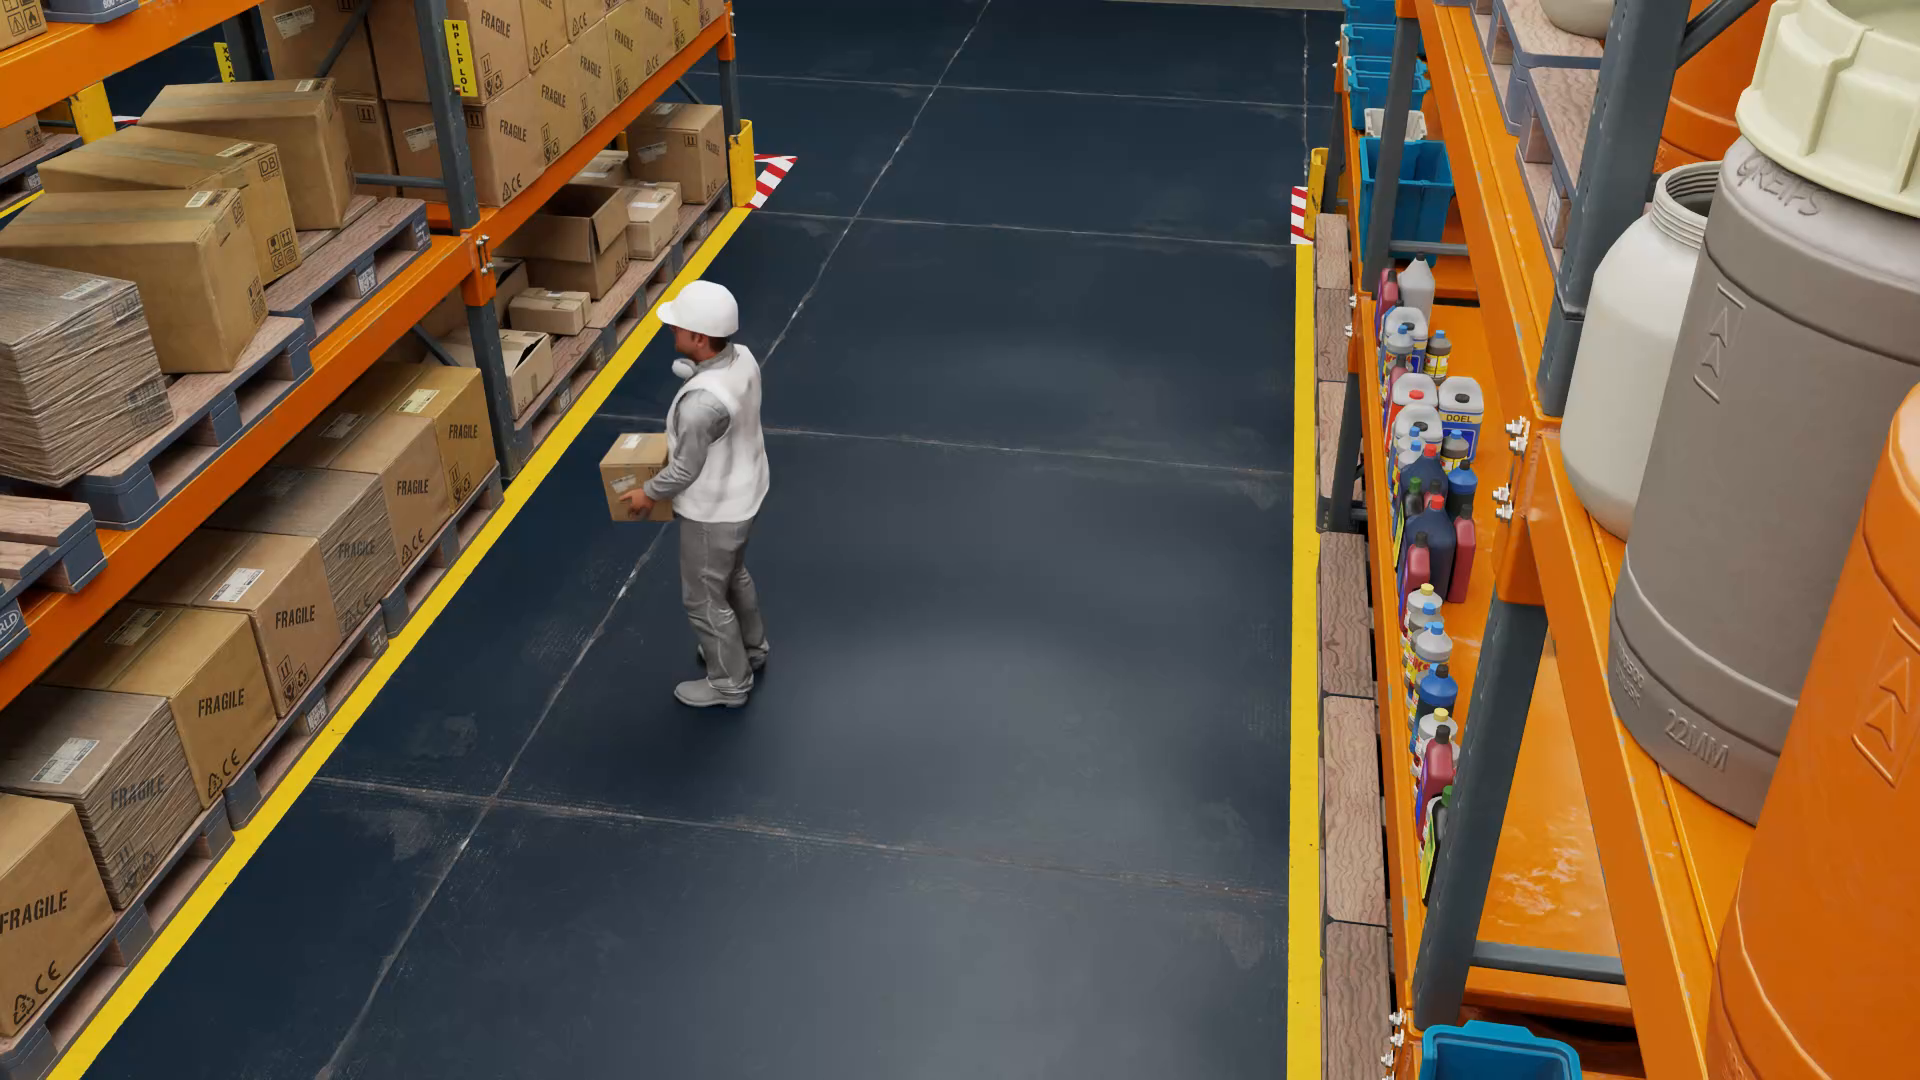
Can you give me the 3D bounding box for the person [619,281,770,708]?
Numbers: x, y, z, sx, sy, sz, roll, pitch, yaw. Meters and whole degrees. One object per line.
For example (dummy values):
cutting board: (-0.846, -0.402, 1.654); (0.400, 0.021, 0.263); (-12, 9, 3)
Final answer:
person: (-1.006, -0.169, 6.376); (0.529, 1.778, 0.528); (5, 33, 8)
